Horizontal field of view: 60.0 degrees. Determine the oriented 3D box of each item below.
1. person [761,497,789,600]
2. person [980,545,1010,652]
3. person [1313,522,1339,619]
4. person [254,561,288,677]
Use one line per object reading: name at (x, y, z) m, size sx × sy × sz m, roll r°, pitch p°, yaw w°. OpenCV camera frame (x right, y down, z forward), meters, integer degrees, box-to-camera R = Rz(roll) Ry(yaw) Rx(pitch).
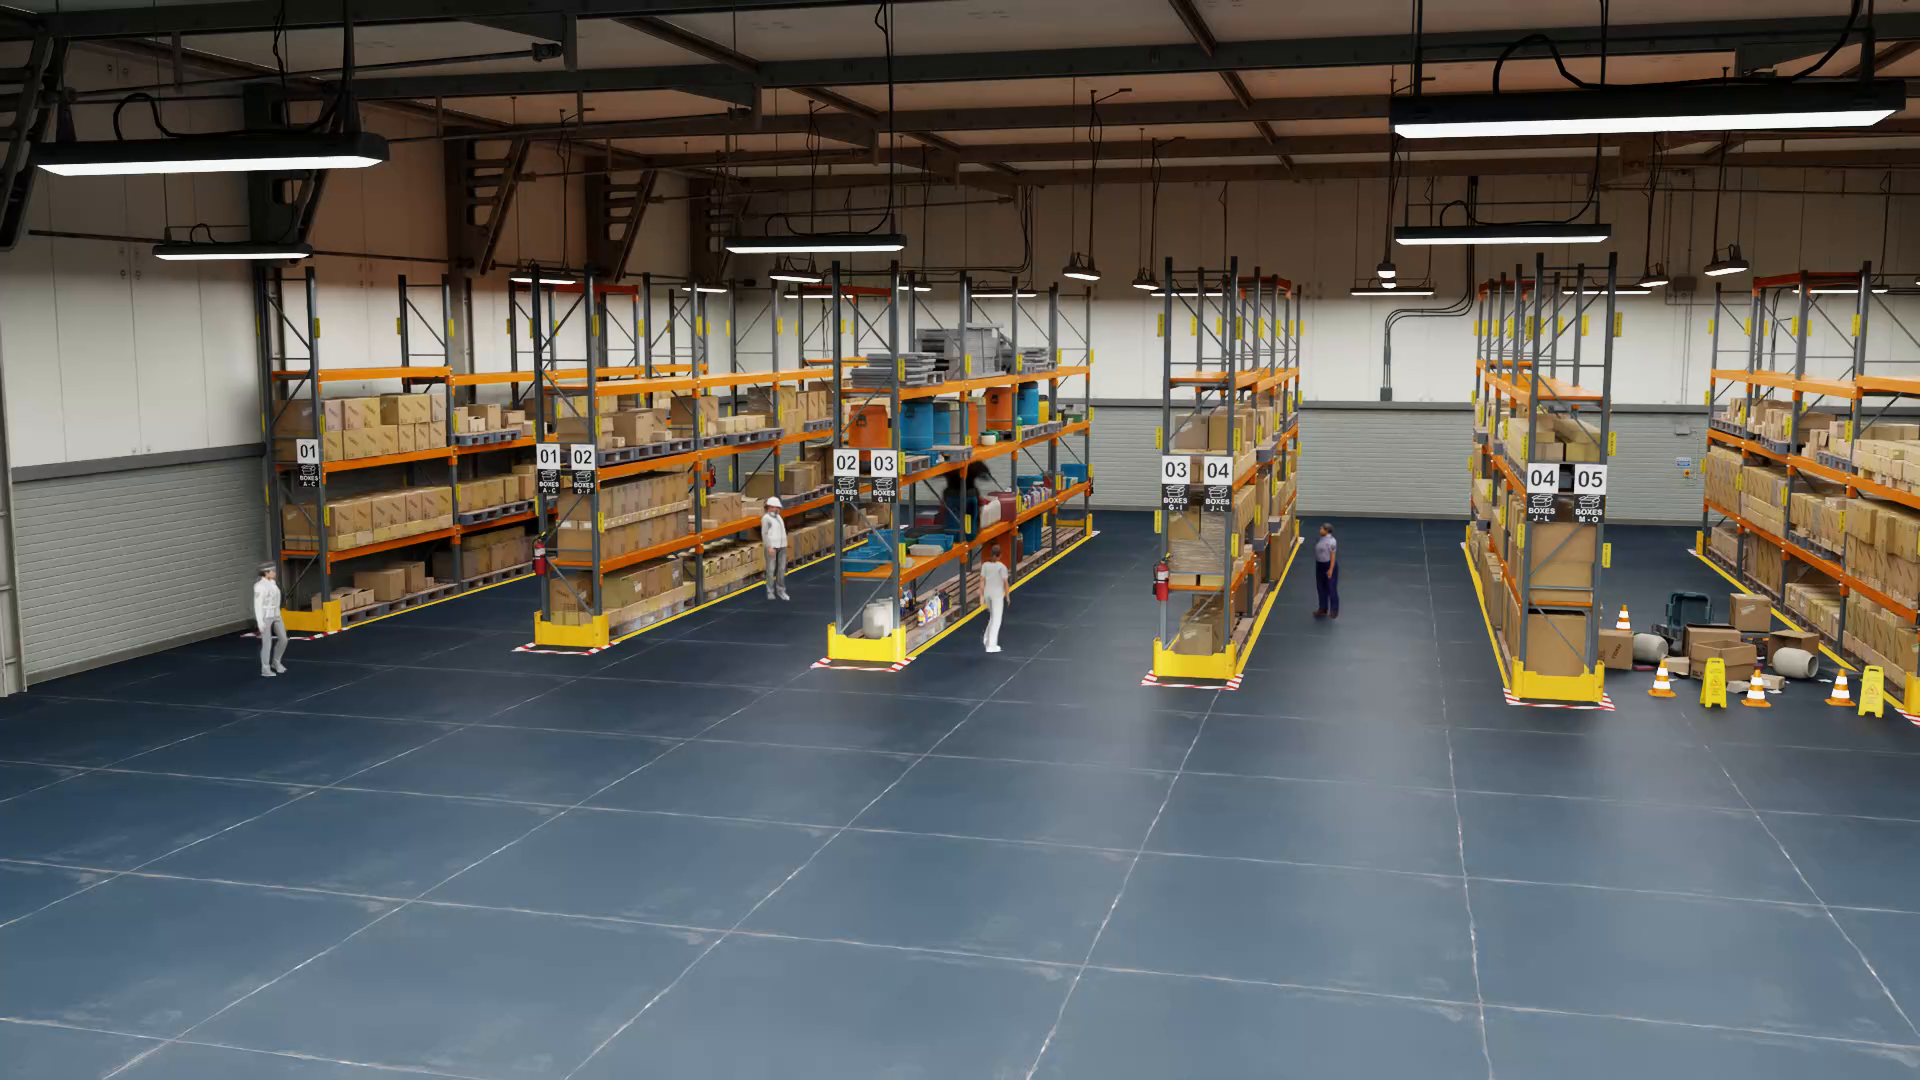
person at (-3.246, 0.157, 29.122) m, size 0.589 × 1.825 × 0.512 m, roll -6°, pitch 10°, yaw -41°
person at (0.570, 0.912, 25.728) m, size 0.438 × 1.694 × 0.437 m, roll -7°, pitch 10°, yaw -44°
person at (6.407, 0.531, 28.990) m, size 0.367 × 1.684 × 0.531 m, roll -4°, pitch 8°, yaw -29°
person at (-10.021, 1.138, 24.063) m, size 0.388 × 1.681 × 0.582 m, roll 3°, pitch 8°, yaw 21°
